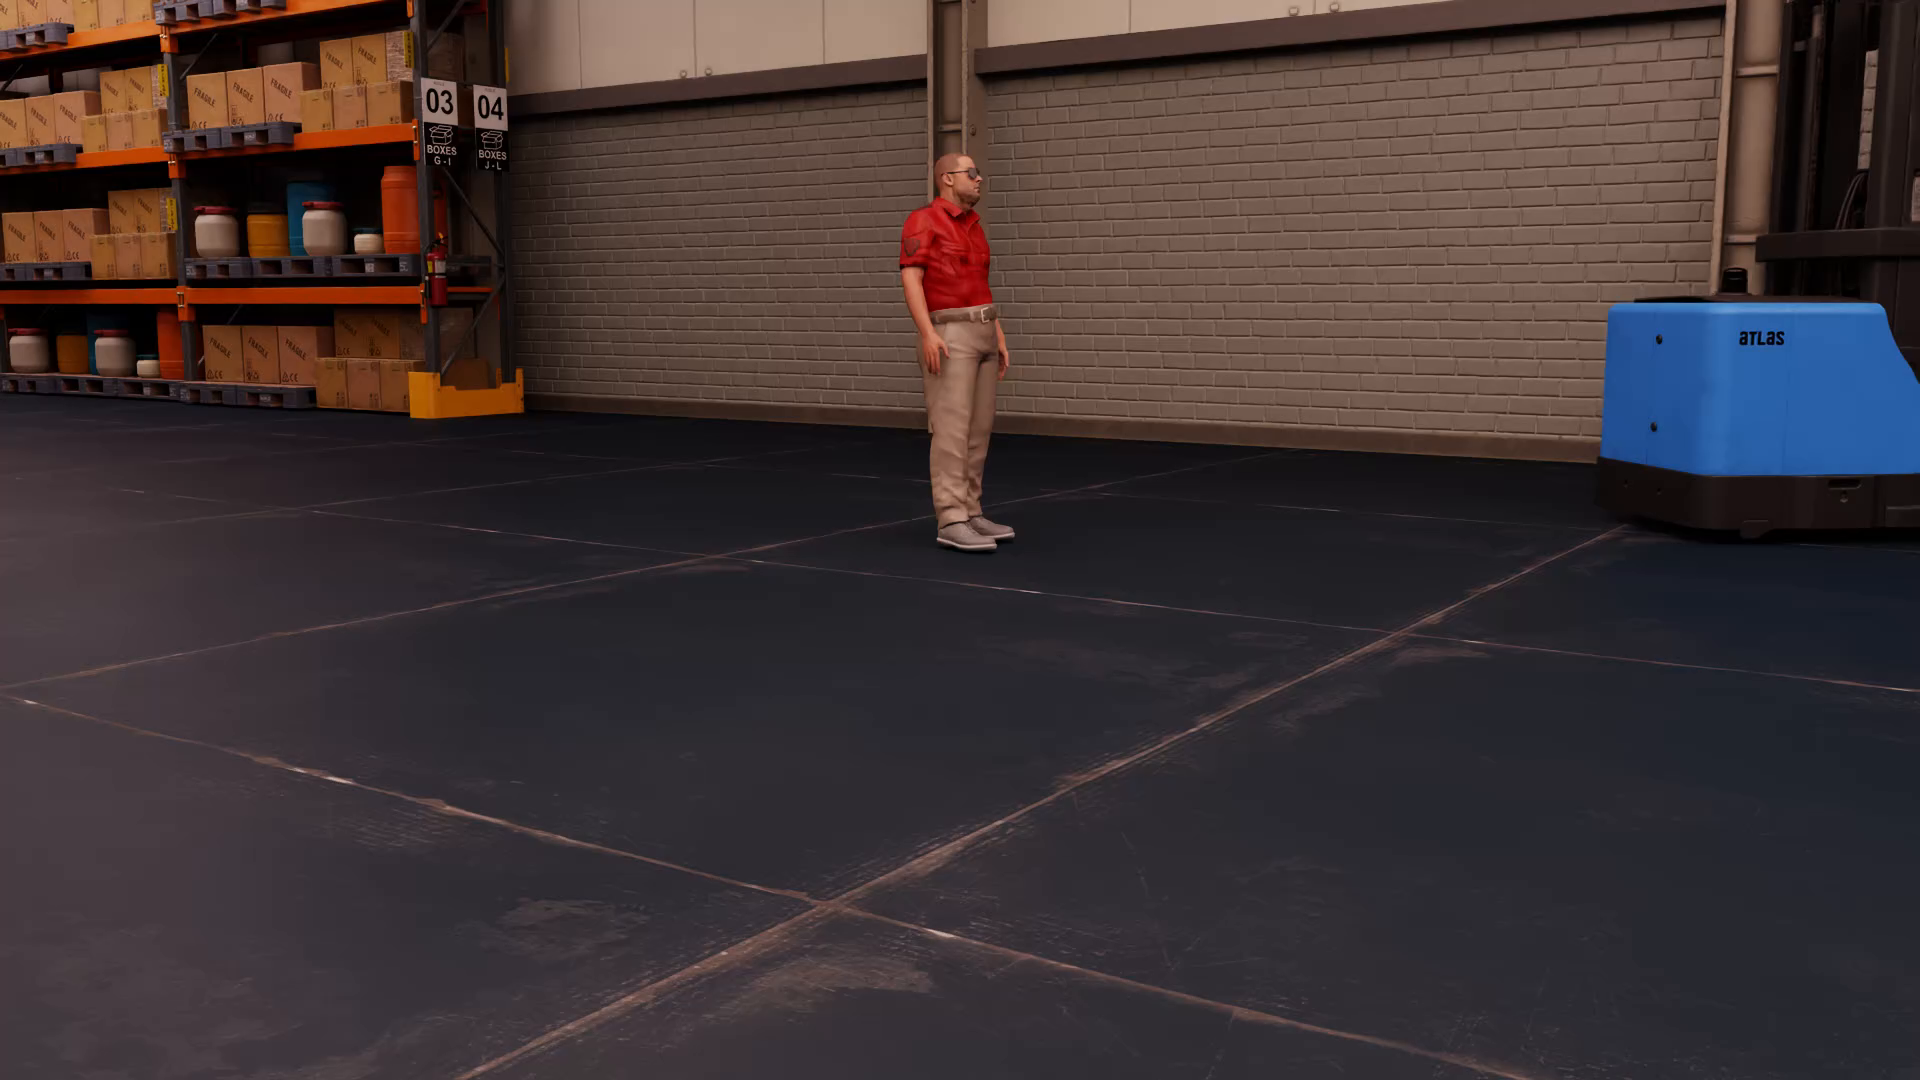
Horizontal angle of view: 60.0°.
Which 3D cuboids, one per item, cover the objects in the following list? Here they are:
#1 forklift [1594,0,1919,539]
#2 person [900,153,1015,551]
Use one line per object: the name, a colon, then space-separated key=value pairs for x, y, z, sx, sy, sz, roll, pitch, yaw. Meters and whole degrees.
forklift: x=4.740 y=-1.521 z=7.890 sx=3.031 sy=2.935 sz=1.130 roll=-1 pitch=8 yaw=-7
person: x=0.067 y=-0.854 z=7.421 sx=0.551 sy=1.727 sz=0.640 roll=5 pitch=10 yaw=34
